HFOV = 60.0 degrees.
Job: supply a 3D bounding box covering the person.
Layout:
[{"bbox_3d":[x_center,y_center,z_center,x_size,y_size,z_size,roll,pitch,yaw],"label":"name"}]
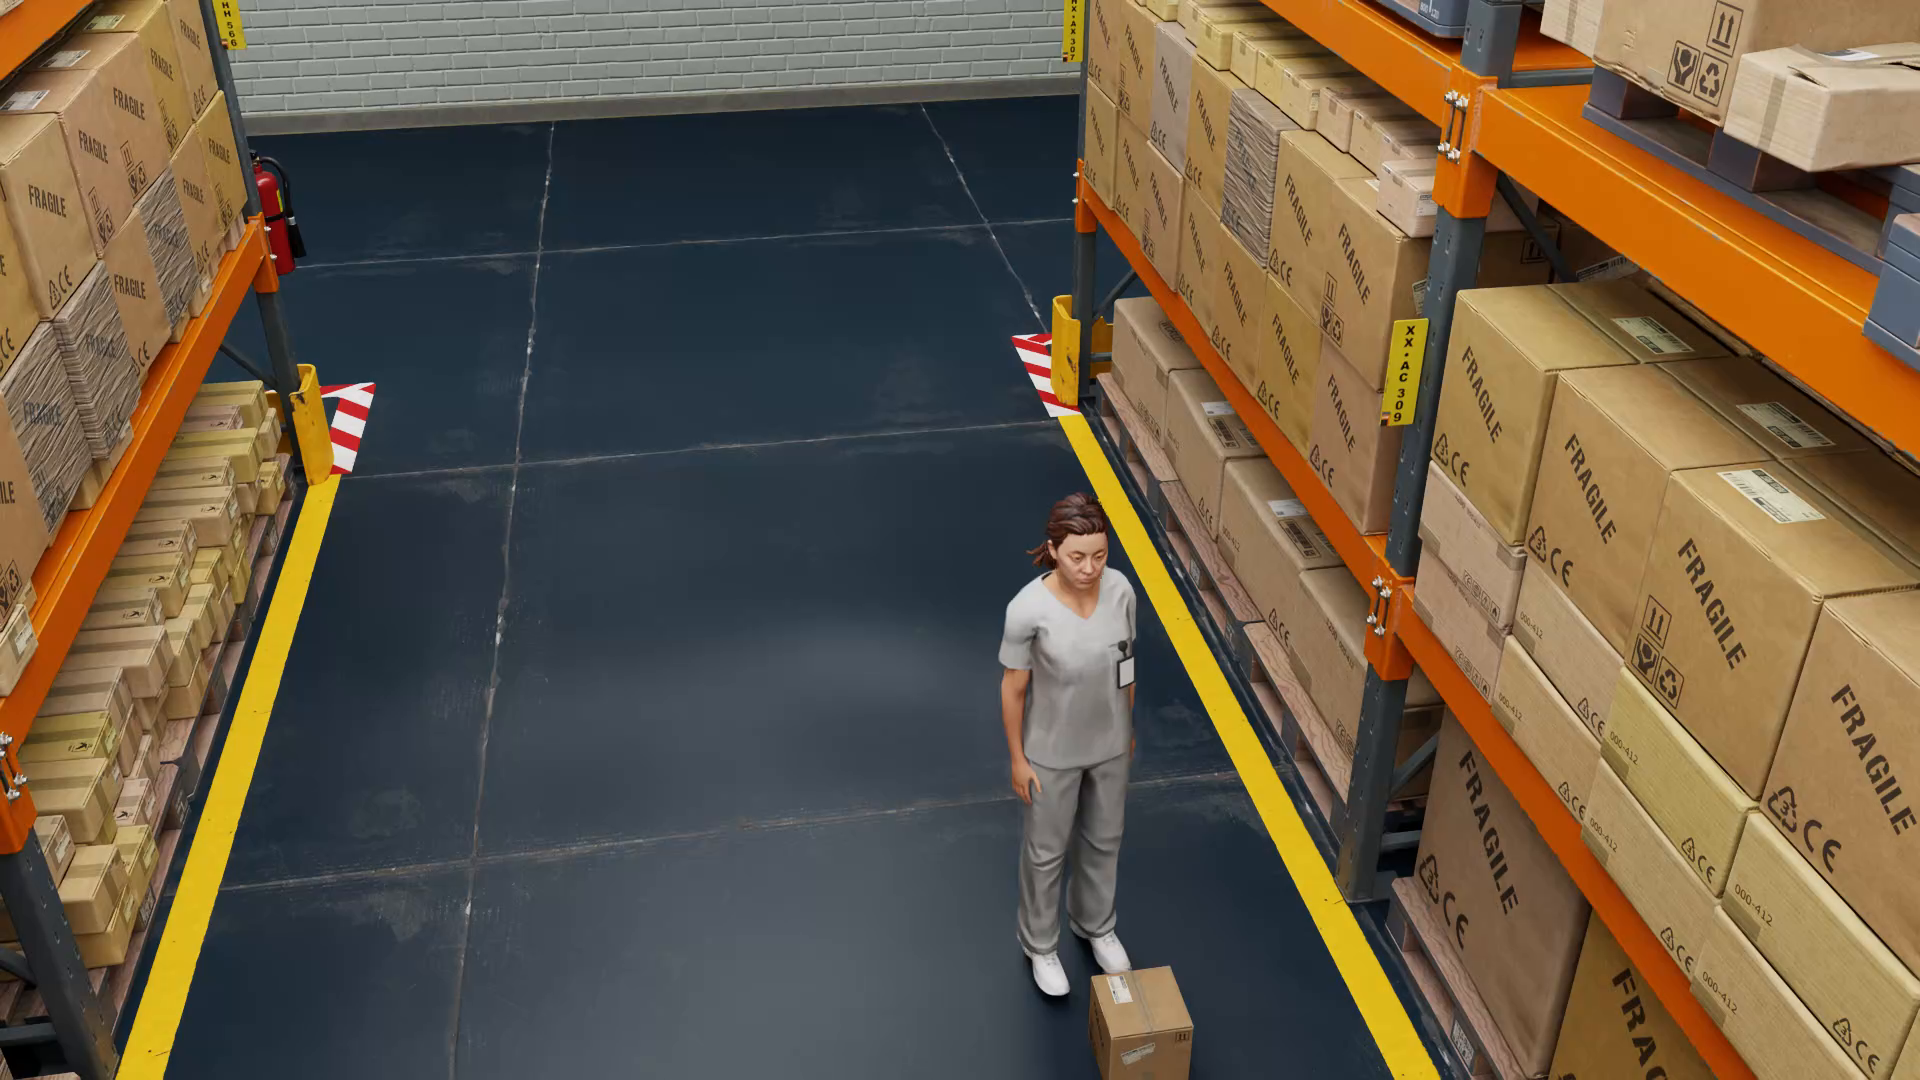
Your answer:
[{"bbox_3d":[0.342,0.625,5.044,0.450,1.677,0.418,-13,33,-20],"label":"person"}]
